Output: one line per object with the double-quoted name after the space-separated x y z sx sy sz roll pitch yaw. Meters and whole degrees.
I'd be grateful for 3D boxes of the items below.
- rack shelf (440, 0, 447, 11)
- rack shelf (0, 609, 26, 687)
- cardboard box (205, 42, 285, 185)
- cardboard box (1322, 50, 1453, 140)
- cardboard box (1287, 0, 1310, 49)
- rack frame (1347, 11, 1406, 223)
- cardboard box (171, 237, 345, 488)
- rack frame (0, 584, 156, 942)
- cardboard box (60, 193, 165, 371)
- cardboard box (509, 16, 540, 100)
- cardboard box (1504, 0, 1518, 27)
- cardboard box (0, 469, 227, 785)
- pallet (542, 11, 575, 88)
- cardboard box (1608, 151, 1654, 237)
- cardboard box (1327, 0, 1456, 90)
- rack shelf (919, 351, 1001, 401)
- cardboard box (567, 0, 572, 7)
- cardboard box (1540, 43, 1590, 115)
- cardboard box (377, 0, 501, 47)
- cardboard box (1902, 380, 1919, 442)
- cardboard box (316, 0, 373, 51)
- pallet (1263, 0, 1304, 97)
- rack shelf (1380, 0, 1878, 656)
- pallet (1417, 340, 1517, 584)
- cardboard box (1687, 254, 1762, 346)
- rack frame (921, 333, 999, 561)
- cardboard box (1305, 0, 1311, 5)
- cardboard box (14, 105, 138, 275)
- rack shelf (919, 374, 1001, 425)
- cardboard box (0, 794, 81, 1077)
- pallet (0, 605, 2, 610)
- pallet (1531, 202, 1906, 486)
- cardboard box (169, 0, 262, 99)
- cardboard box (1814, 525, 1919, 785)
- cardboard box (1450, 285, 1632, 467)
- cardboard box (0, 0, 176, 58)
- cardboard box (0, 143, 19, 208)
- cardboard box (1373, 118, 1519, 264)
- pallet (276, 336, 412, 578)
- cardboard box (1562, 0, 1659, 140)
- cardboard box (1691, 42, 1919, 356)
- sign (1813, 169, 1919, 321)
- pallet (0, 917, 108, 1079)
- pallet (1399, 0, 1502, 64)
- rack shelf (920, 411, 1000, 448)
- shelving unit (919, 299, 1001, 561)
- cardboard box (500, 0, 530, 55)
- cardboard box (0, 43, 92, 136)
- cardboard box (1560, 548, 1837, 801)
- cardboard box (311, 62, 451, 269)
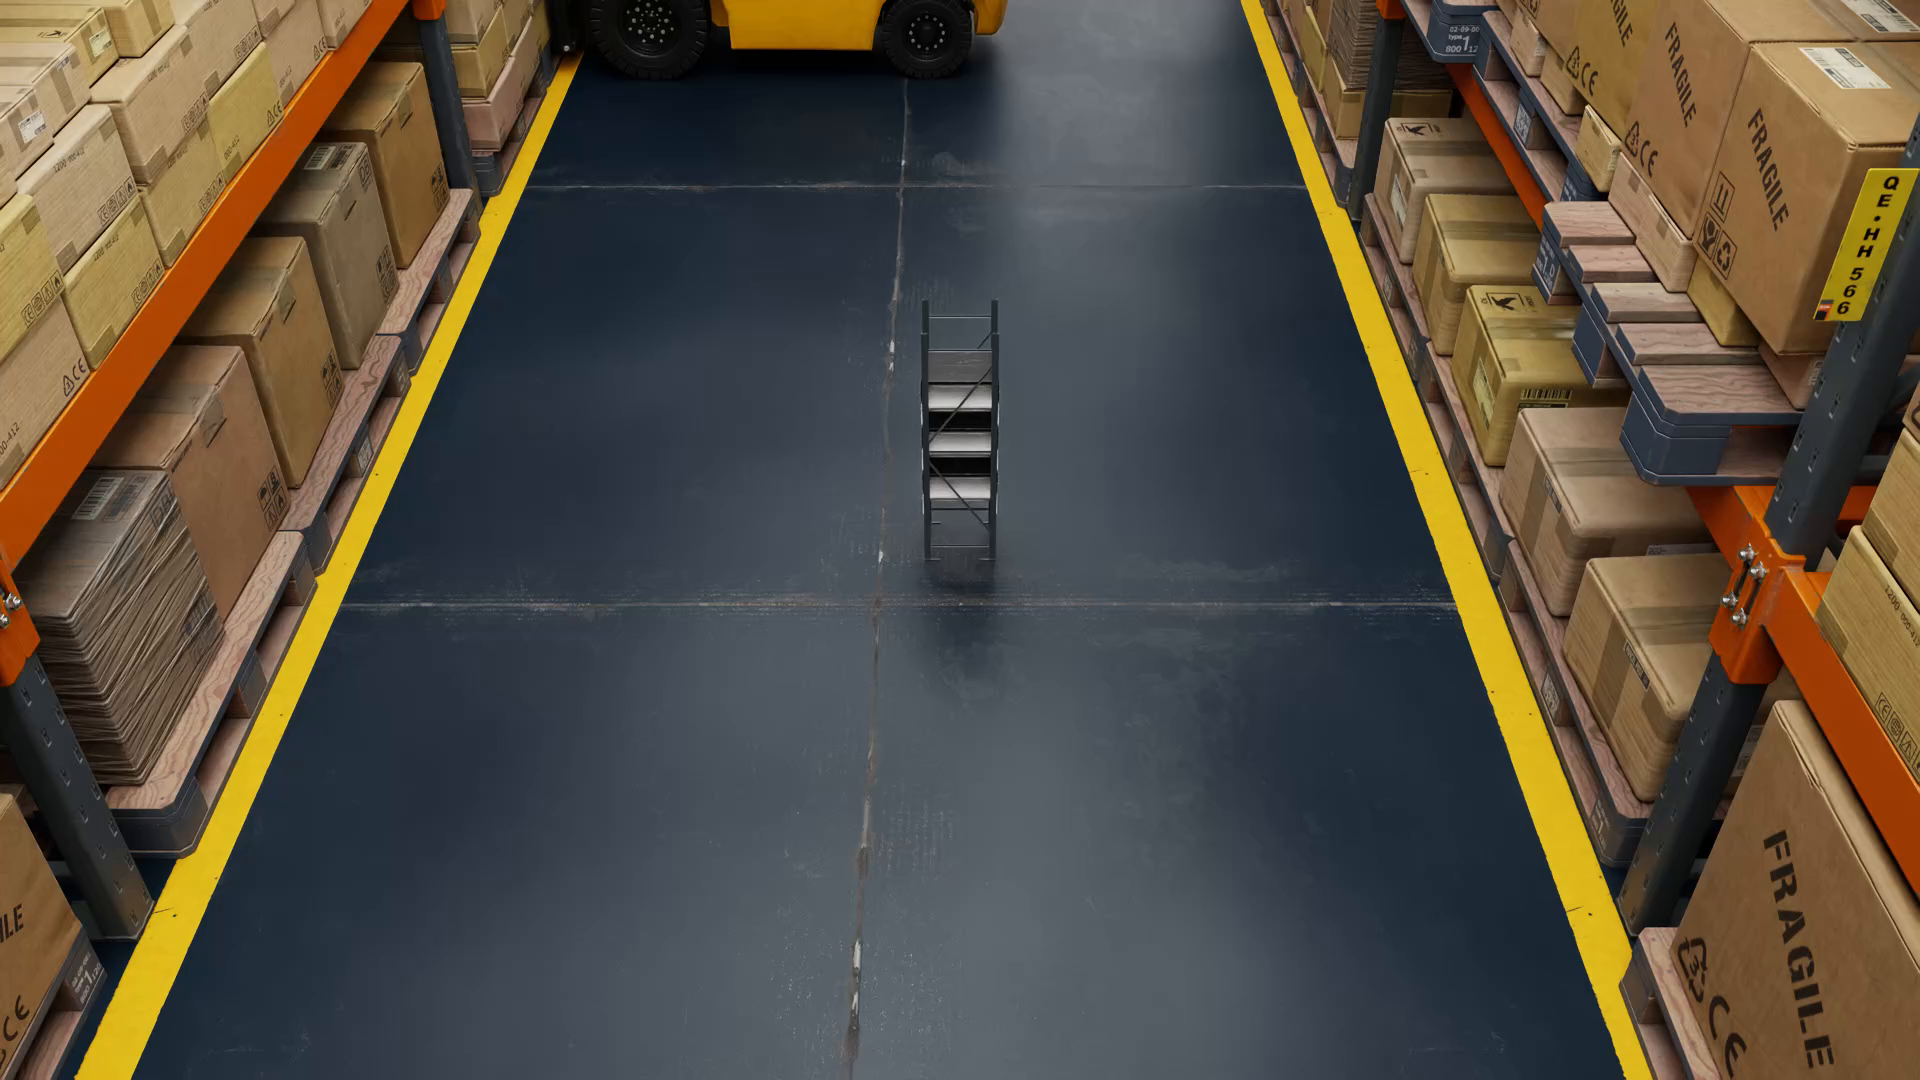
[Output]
-2.689 -3.612 8.434 1.077 0.370 4.000 0 39 0 "rack shelf"
-2.680 1.390 2.192 1.077 0.370 4.000 0 39 0 "rack shelf"
-2.441 -1.321 5.120 0.500 0.250 0.500 1 39 1 "cardboard box"
2.007 -2.109 7.846 0.500 0.250 0.500 2 39 2 "cardboard box"
2.001 -2.760 8.658 0.500 0.250 0.500 1 39 1 "cardboard box"
2.277 -2.648 6.656 1.000 3.000 0.127 0 39 0 "rack frame"
-2.679 -0.598 5.661 0.875 0.625 0.625 -2 39 -2 "cardboard box"
-2.683 -0.141 3.527 1.000 3.000 0.127 0 39 0 "rack frame"
-2.434 -0.675 4.313 0.500 0.250 0.500 -1 39 -1 "cardboard box"
-2.373 -2.354 8.151 0.500 0.250 0.500 -1 39 -1 "cardboard box"
1.986 -1.720 5.362 0.380 0.149 0.250 0 39 0 "cardboard box"
-2.670 0.232 4.625 0.875 0.625 0.625 1 39 1 "cardboard box"
-2.650 -2.817 9.096 1.003 0.211 1.213 0 39 0 "pallet"
1.935 -0.900 4.340 0.380 0.149 0.250 -2 39 -2 "cardboard box"
2.008 -2.402 7.612 0.500 0.500 0.500 -1 39 -1 "cardboard box"
0.000 -0.531 5.314 0.258 0.077 0.200 0 39 0 "rack shelf"
-2.370 -2.993 8.949 0.500 0.250 0.500 1 39 1 "cardboard box"
1.965 -1.387 4.947 0.380 0.149 0.250 -1 39 -1 "cardboard box"
-2.374 -2.426 7.442 0.500 0.250 0.500 -1 39 -1 "cardboard box"
2.037 -0.268 2.806 0.500 0.500 0.500 -1 39 -2 "cardboard box"
-2.419 -1.955 5.910 0.500 0.250 0.500 0 39 0 "cardboard box"
2.236 -2.745 9.007 1.003 0.211 1.213 0 39 0 "pallet"
2.279 -1.117 5.320 1.077 0.370 4.000 0 39 0 "rack shelf"
2.283 -0.309 5.966 1.003 0.211 1.213 0 39 0 "pallet"
1.973 -0.585 3.947 0.380 0.149 0.250 1 39 1 "cardboard box"
0.000 -0.282 5.383 0.240 0.900 0.006 0 39 0 "rack frame"
2.003 -3.039 8.407 0.500 0.500 0.500 2 39 2 "cardboard box"
-2.438 -0.868 4.155 0.500 0.250 0.500 1 39 1 "cardboard box"
0.000 -0.461 5.371 0.258 0.077 0.200 0 39 0 "rack shelf"
-2.467 0.935 3.848 0.500 0.500 0.500 1 39 1 "cardboard box"
-2.612 0.358 3.059 1.213 0.211 1.003 0 39 0 "pallet"
2.174 -0.518 4.151 1.213 0.211 1.003 0 39 0 "pallet"
-2.447 -1.515 4.962 0.500 0.250 0.500 0 39 1 "cardboard box"
2.030 0.218 3.200 0.500 0.250 0.500 -1 39 -1 "cardboard box"
2.286 -0.574 5.834 0.950 0.372 0.625 1 39 1 "cardboard box"
-2.400 -1.440 4.549 0.380 0.149 0.250 1 39 1 "cardboard box"
-2.390 -0.800 3.751 0.380 0.149 0.250 1 39 1 "cardboard box"
2.280 -1.459 6.937 0.950 0.372 0.625 0 39 1 "cardboard box"
-2.643 -0.329 5.992 1.003 0.211 1.213 0 39 0 "pallet"
1.989 -1.389 4.431 0.500 0.500 0.500 -3 39 -3 "cardboard box"
2.003 -0.750 3.634 0.500 0.500 0.500 -1 39 -1 "cardboard box"
1.739 -0.562 3.190 0.100 0.325 0.005 0 39 0 "sign"
-2.719 1.414 3.817 1.003 0.211 1.213 0 39 0 "pallet"
2.132 -2.096 6.120 1.003 0.211 1.213 0 39 0 "pallet"
0.000 -0.390 5.427 0.258 0.077 0.200 0 39 0 "rack shelf"
0.000 -0.346 5.462 0.258 0.900 0.210 0 39 0 "shelving unit"
-2.382 -2.546 7.992 0.500 0.250 0.500 0 39 0 "cardboard box"
-2.429 -1.124 4.155 0.380 0.149 0.250 0 39 0 "cardboard box"
2.291 0.361 4.666 0.950 0.372 0.625 -2 39 -3 "cardboard box"
-2.675 -1.553 6.853 0.875 0.625 0.625 2 39 2 "cardboard box"
